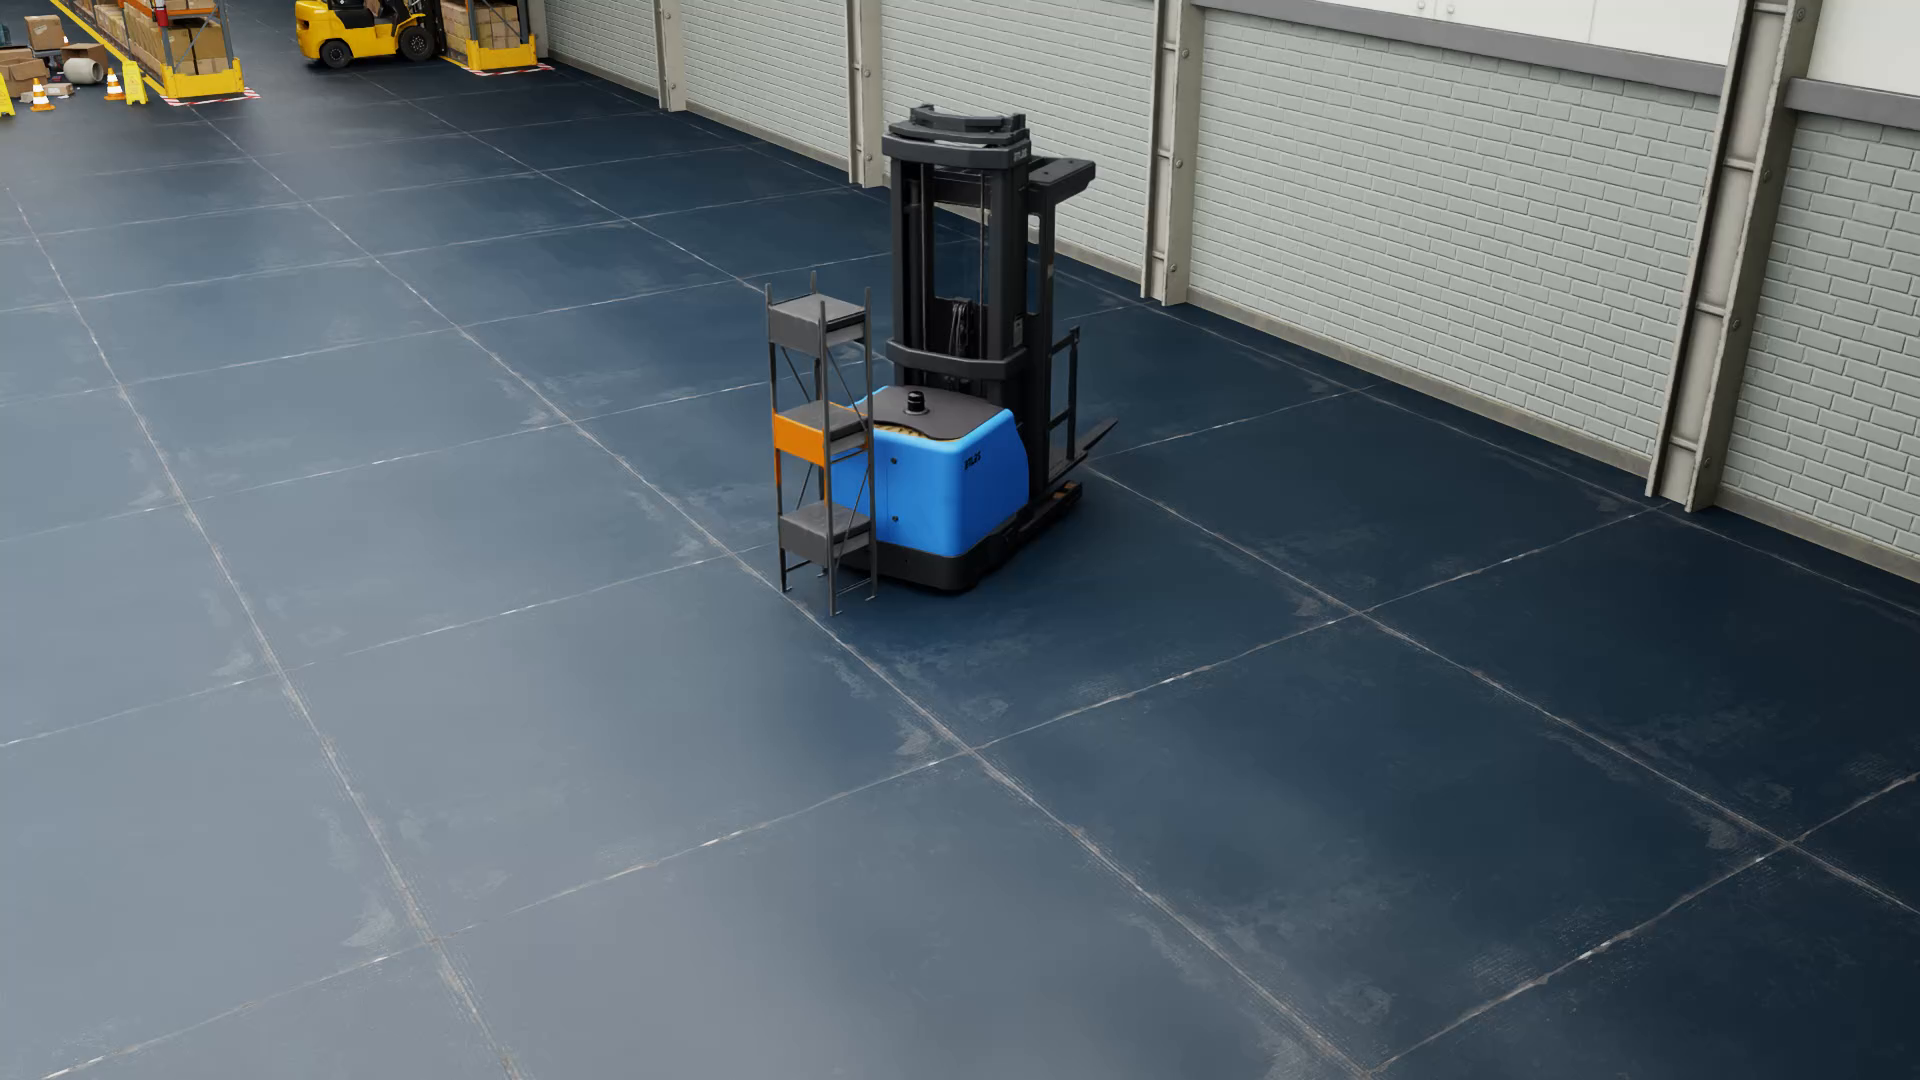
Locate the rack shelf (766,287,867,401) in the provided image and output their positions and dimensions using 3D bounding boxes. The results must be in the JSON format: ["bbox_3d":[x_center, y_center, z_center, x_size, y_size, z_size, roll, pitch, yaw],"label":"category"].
[{"bbox_3d":[-0.861,-1.209,10.205,0.480,0.518,0.431,22,33,39],"label":"rack shelf"}]

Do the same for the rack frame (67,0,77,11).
[{"bbox_3d":[-18.832,-12.920,35.568,1.000,3.000,0.127,-16,29,-30],"label":"rack frame"}]

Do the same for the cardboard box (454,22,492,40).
[{"bbox_3d":[-8.652,-9.060,29.534,0.500,0.250,0.500,-16,30,-30],"label":"cardboard box"}]

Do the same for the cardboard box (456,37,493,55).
[{"bbox_3d":[-8.646,-8.827,29.627,0.500,0.250,0.500,-15,29,-29],"label":"cardboard box"}]

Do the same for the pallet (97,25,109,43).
[{"bbox_3d":[-16.223,-9.949,32.540,1.003,0.211,1.213,-16,29,-30],"label":"pallet"}]

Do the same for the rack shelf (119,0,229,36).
[{"bbox_3d":[-13.373,-9.018,28.145,1.077,0.370,4.000,-16,29,-30],"label":"rack shelf"}]

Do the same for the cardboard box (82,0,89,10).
[{"bbox_3d":[-17.927,-11.625,34.821,0.875,0.875,0.875,-15,29,-28],"label":"cardboard box"}]

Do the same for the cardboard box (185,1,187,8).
[{"bbox_3d":[-12.443,-8.771,27.074,0.380,0.149,0.250,-15,29,-29],"label":"cardboard box"}]

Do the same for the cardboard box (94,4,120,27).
[{"bbox_3d":[-16.348,-10.287,32.576,0.950,0.372,0.625,-18,31,-33],"label":"cardboard box"}]

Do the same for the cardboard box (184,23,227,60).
[{"bbox_3d":[-12.503,-8.275,27.579,0.500,0.500,0.500,-17,30,-31],"label":"cardboard box"}]

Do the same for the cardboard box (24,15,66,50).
[{"bbox_3d":[-15.940,-8.846,28.977,0.500,0.500,0.500,-16,29,-30],"label":"cardboard box"}]

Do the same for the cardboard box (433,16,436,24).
[{"bbox_3d":[-9.486,-9.602,30.681,0.500,0.250,0.500,-16,29,-30],"label":"cardboard box"}]

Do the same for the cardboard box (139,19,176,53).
[{"bbox_3d":[-13.494,-8.508,28.071,0.500,0.500,0.500,-16,30,-31],"label":"cardboard box"}]

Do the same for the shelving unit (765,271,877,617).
[{"bbox_3d":[-0.862,-0.588,10.498,0.503,2.100,0.431,22,33,39],"label":"shelving unit"}]

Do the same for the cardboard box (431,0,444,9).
[{"bbox_3d":[-9.475,-9.819,30.557,0.500,0.250,0.500,-16,30,-31],"label":"cardboard box"}]

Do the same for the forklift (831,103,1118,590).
[{"bbox_3d":[0.245,-1.590,11.648,1.130,2.935,3.031,13,28,26],"label":"forklift"}]

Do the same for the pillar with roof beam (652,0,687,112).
[{"bbox_3d":[-8.081,-9.809,21.950,9.100,9.000,0.400,-16,29,-30],"label":"pillar with roof beam"}]

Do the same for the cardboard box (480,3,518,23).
[{"bbox_3d":[-8.228,-9.401,29.671,0.500,0.250,0.500,-16,30,-30],"label":"cardboard box"}]

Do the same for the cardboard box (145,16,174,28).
[{"bbox_3d":[-13.194,-8.549,27.398,0.380,0.149,0.250,-15,29,-28],"label":"cardboard box"}]

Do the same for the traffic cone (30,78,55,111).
[{"bbox_3d":[-14.341,-6.954,25.901,0.336,0.463,0.334,-16,29,-30],"label":"traffic cone"}]

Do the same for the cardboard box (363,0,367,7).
[{"bbox_3d":[-12.163,-11.538,34.929,0.875,0.625,0.625,-15,29,-28],"label":"cardboard box"}]

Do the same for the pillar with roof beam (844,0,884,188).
[{"bbox_3d":[-4.806,-7.663,17.404,9.100,9.000,0.400,-16,29,-30],"label":"pillar with roof beam"}]

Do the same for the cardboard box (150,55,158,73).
[{"bbox_3d":[-13.224,-7.988,27.849,0.500,0.250,0.500,-15,29,-29],"label":"cardboard box"}]

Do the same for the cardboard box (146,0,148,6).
[{"bbox_3d":[-13.018,-8.760,27.049,0.380,0.149,0.250,-16,30,-30],"label":"cardboard box"}]

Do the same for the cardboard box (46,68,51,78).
[{"bbox_3d":[-15.818,-8.031,28.414,0.396,0.266,0.258,7,26,15],"label":"cardboard box"}]

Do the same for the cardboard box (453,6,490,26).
[{"bbox_3d":[-8.637,-9.277,29.408,0.500,0.250,0.500,-14,29,-28],"label":"cardboard box"}]

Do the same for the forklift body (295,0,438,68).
[{"bbox_3d":[-10.688,-9.656,29.647,2.313,2.155,1.214,-16,29,-30],"label":"forklift body"}]

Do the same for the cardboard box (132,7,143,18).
[{"bbox_3d":[-13.920,-9.026,28.410,0.380,0.149,0.250,-14,29,-27],"label":"cardboard box"}]

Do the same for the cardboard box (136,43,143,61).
[{"bbox_3d":[-14.068,-8.543,29.025,0.500,0.250,0.500,-14,29,-27],"label":"cardboard box"}]

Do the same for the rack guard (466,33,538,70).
[{"bbox_3d":[-8.111,-8.647,29.445,1.175,0.500,0.348,-16,29,-30],"label":"rack guard"}]

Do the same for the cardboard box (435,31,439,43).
[{"bbox_3d":[-9.477,-9.369,30.774,0.500,0.250,0.500,-15,29,-28],"label":"cardboard box"}]

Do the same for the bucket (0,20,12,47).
[{"bbox_3d":[-16.551,-8.565,28.396,0.726,0.611,0.620,-6,16,-12],"label":"bucket"}]

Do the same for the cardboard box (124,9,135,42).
[{"bbox_3d":[-14.369,-9.071,29.264,0.500,0.500,0.500,-14,29,-27],"label":"cardboard box"}]

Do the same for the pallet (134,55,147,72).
[{"bbox_3d":[-14.069,-8.566,29.611,1.003,0.211,1.213,-16,29,-30],"label":"pallet"}]

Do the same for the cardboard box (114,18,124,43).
[{"bbox_3d":[-15.149,-9.504,30.917,0.950,0.372,0.625,-14,28,-26],"label":"cardboard box"}]

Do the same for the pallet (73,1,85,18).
[{"bbox_3d":[-18.348,-11.401,35.616,1.003,0.211,1.213,-16,29,-30],"label":"pallet"}]

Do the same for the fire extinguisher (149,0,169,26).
[{"bbox_3d":[-12.605,-8.445,26.178,0.296,0.674,0.183,-16,29,-30],"label":"fire extinguisher"}]

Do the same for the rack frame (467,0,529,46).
[{"bbox_3d":[-8.124,-9.786,28.929,1.000,3.000,0.127,-16,29,-30],"label":"rack frame"}]

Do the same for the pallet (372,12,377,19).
[{"bbox_3d":[-11.413,-10.647,34.019,1.003,0.211,1.213,-16,29,-30],"label":"pallet"}]
